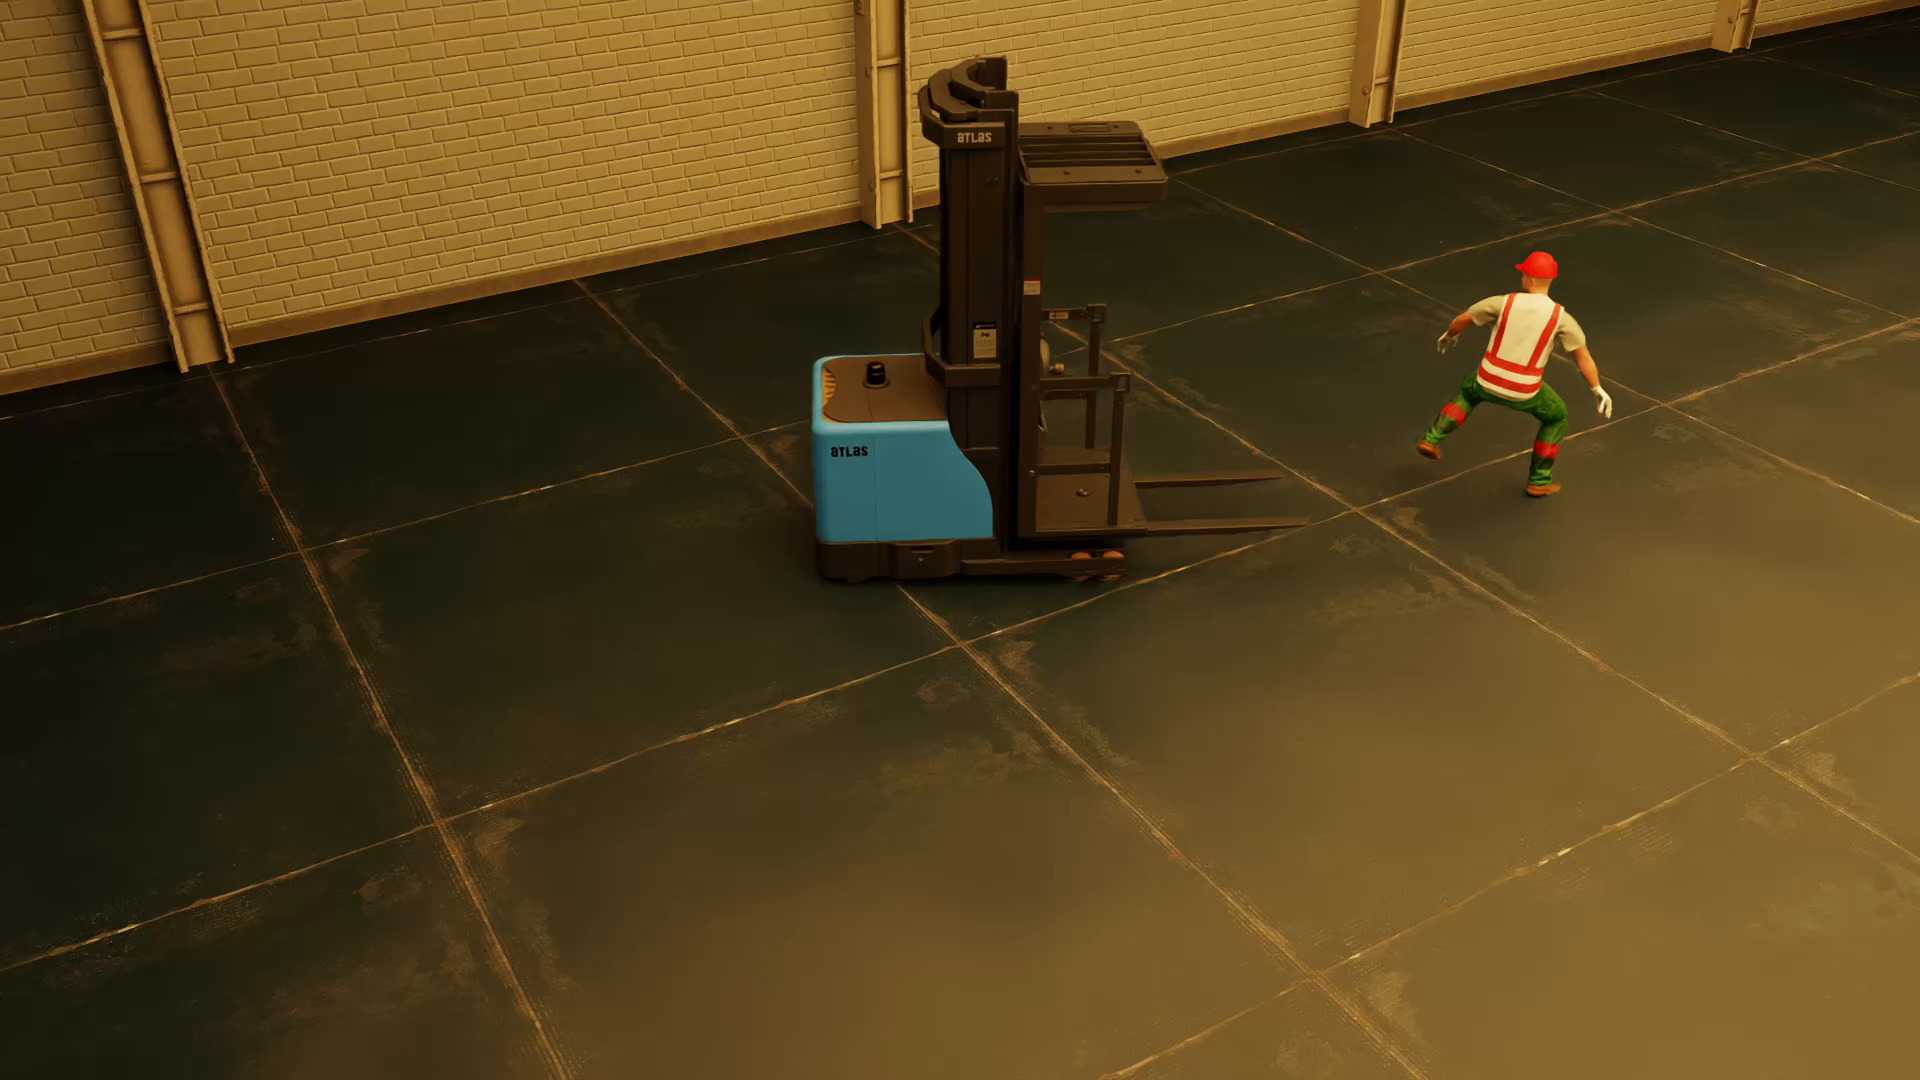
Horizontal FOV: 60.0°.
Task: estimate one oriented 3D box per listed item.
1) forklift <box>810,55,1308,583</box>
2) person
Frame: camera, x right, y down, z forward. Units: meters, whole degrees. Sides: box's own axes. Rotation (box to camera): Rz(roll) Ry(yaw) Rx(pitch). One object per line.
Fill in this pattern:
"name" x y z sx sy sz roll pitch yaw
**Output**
"forklift" 0.612 -1.285 9.793 3.031 2.935 1.130 -2 31 -3
"person" 3.619 -1.042 10.702 1.169 1.649 0.505 19 36 28
